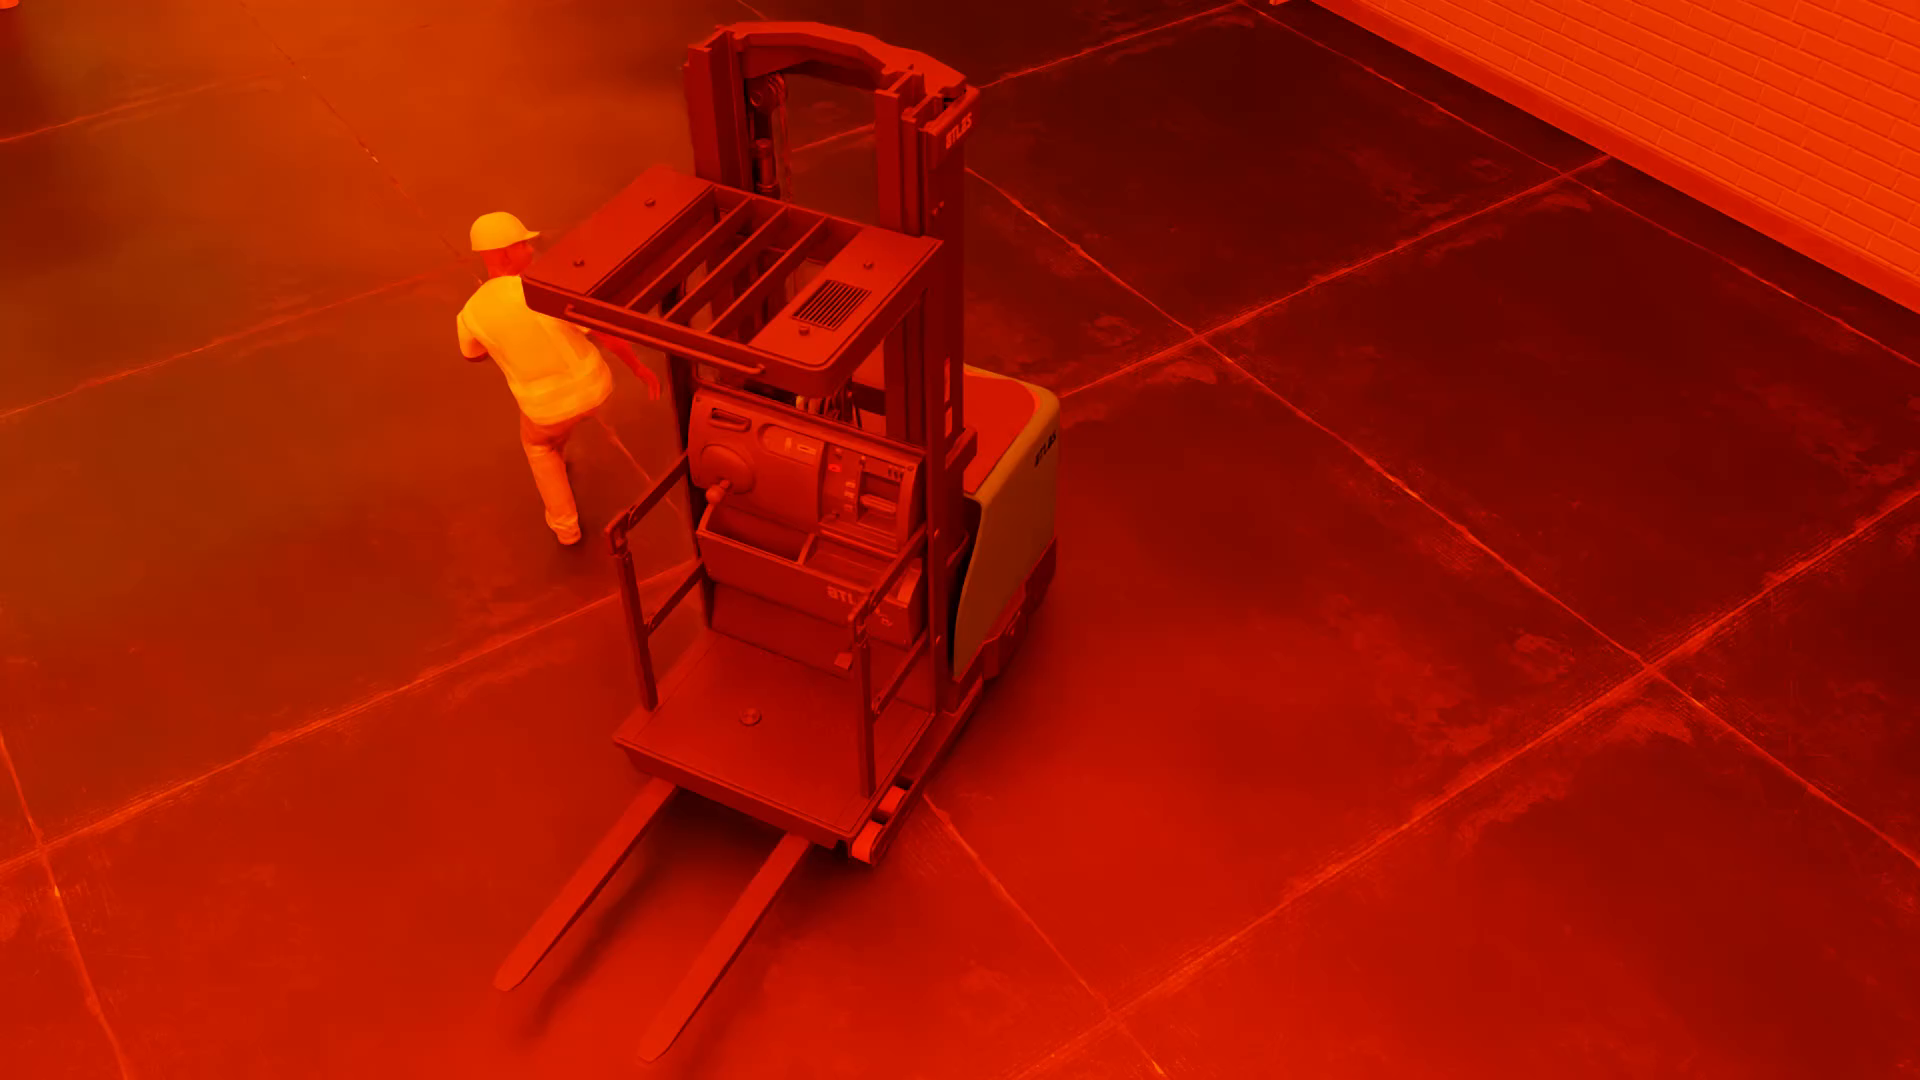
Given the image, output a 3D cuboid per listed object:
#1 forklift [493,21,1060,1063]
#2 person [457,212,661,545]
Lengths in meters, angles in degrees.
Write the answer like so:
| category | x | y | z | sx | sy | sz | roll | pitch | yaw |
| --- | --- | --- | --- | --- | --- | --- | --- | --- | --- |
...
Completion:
| category | x | y | z | sx | sy | sz | roll | pitch | yaw |
| --- | --- | --- | --- | --- | --- | --- | --- | --- | --- |
| forklift | -0.672 | -0.163 | 5.892 | 1.130 | 2.935 | 3.031 | 19 | 46 | 19 |
| person | -1.835 | -0.802 | 7.597 | 0.806 | 1.584 | 0.822 | -14 | 44 | -14 |
